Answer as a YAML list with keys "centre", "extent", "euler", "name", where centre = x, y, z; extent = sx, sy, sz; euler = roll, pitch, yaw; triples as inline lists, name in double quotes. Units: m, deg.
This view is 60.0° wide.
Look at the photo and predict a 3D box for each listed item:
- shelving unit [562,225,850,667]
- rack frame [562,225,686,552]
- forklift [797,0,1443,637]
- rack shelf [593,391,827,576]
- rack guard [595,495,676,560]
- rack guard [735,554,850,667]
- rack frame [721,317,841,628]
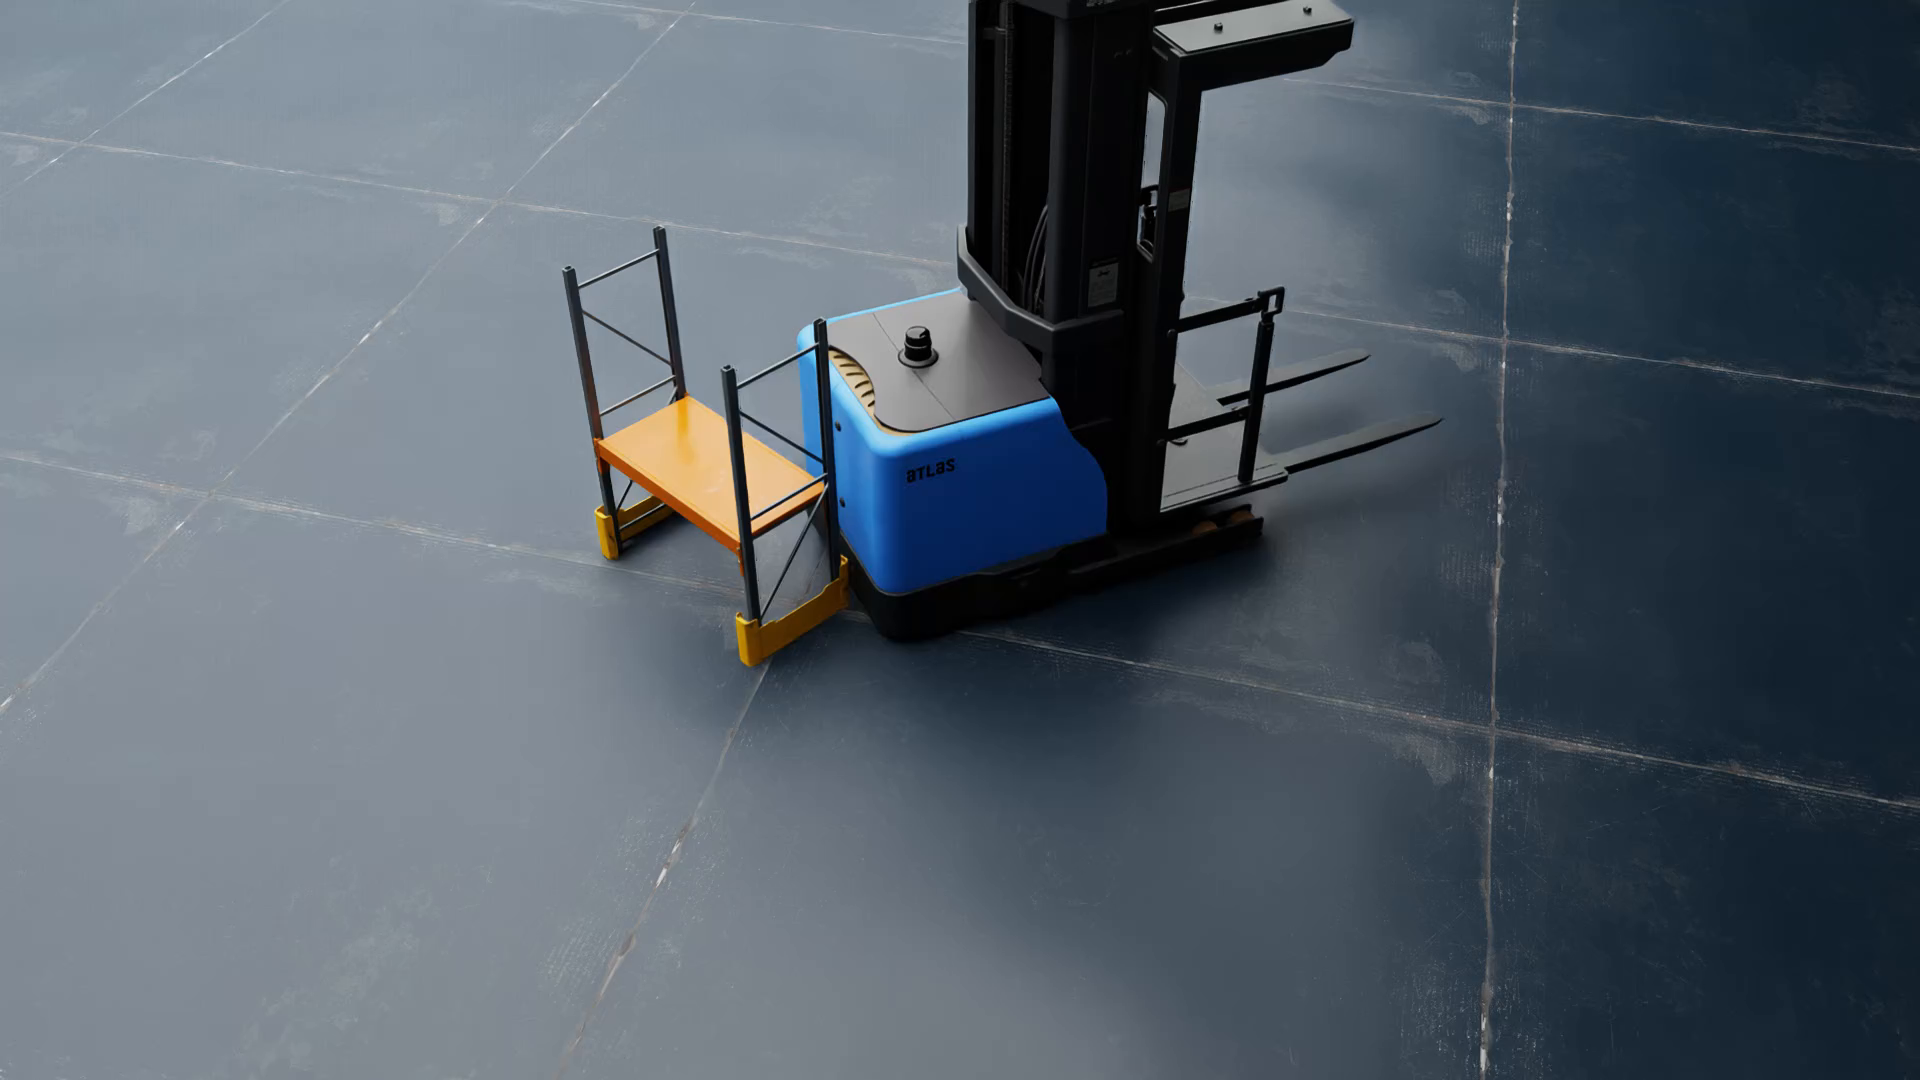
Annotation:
- centre: [-1.070, -0.405, 7.066]
  extent: [1.083, 1.500, 0.587]
  euler: [33, 50, 33]
  name: "shelving unit"
- centre: [-1.425, -0.631, 7.335]
  extent: [0.032, 1.500, 0.500]
  euler: [33, 50, 33]
  name: "rack frame"
- centre: [0.842, -1.337, 7.063]
  extent: [3.031, 2.935, 1.130]
  euler: [-16, 43, -18]
  name: "forklift"
- centre: [-1.064, -0.263, 7.177]
  extent: [1.000, 0.185, 0.538]
  euler: [33, 50, 33]
  name: "rack shelf"
- centre: [-1.424, -0.152, 7.736]
  extent: [0.087, 0.250, 0.587]
  euler: [33, 50, 33]
  name: "rack guard"
- centre: [-0.717, 0.299, 7.199]
  extent: [0.087, 0.250, 0.587]
  euler: [33, 50, 33]
  name: "rack guard"
- centre: [-0.703, -0.171, 6.787]
  extent: [0.032, 1.500, 0.500]
  euler: [33, 50, 33]
  name: "rack frame"
